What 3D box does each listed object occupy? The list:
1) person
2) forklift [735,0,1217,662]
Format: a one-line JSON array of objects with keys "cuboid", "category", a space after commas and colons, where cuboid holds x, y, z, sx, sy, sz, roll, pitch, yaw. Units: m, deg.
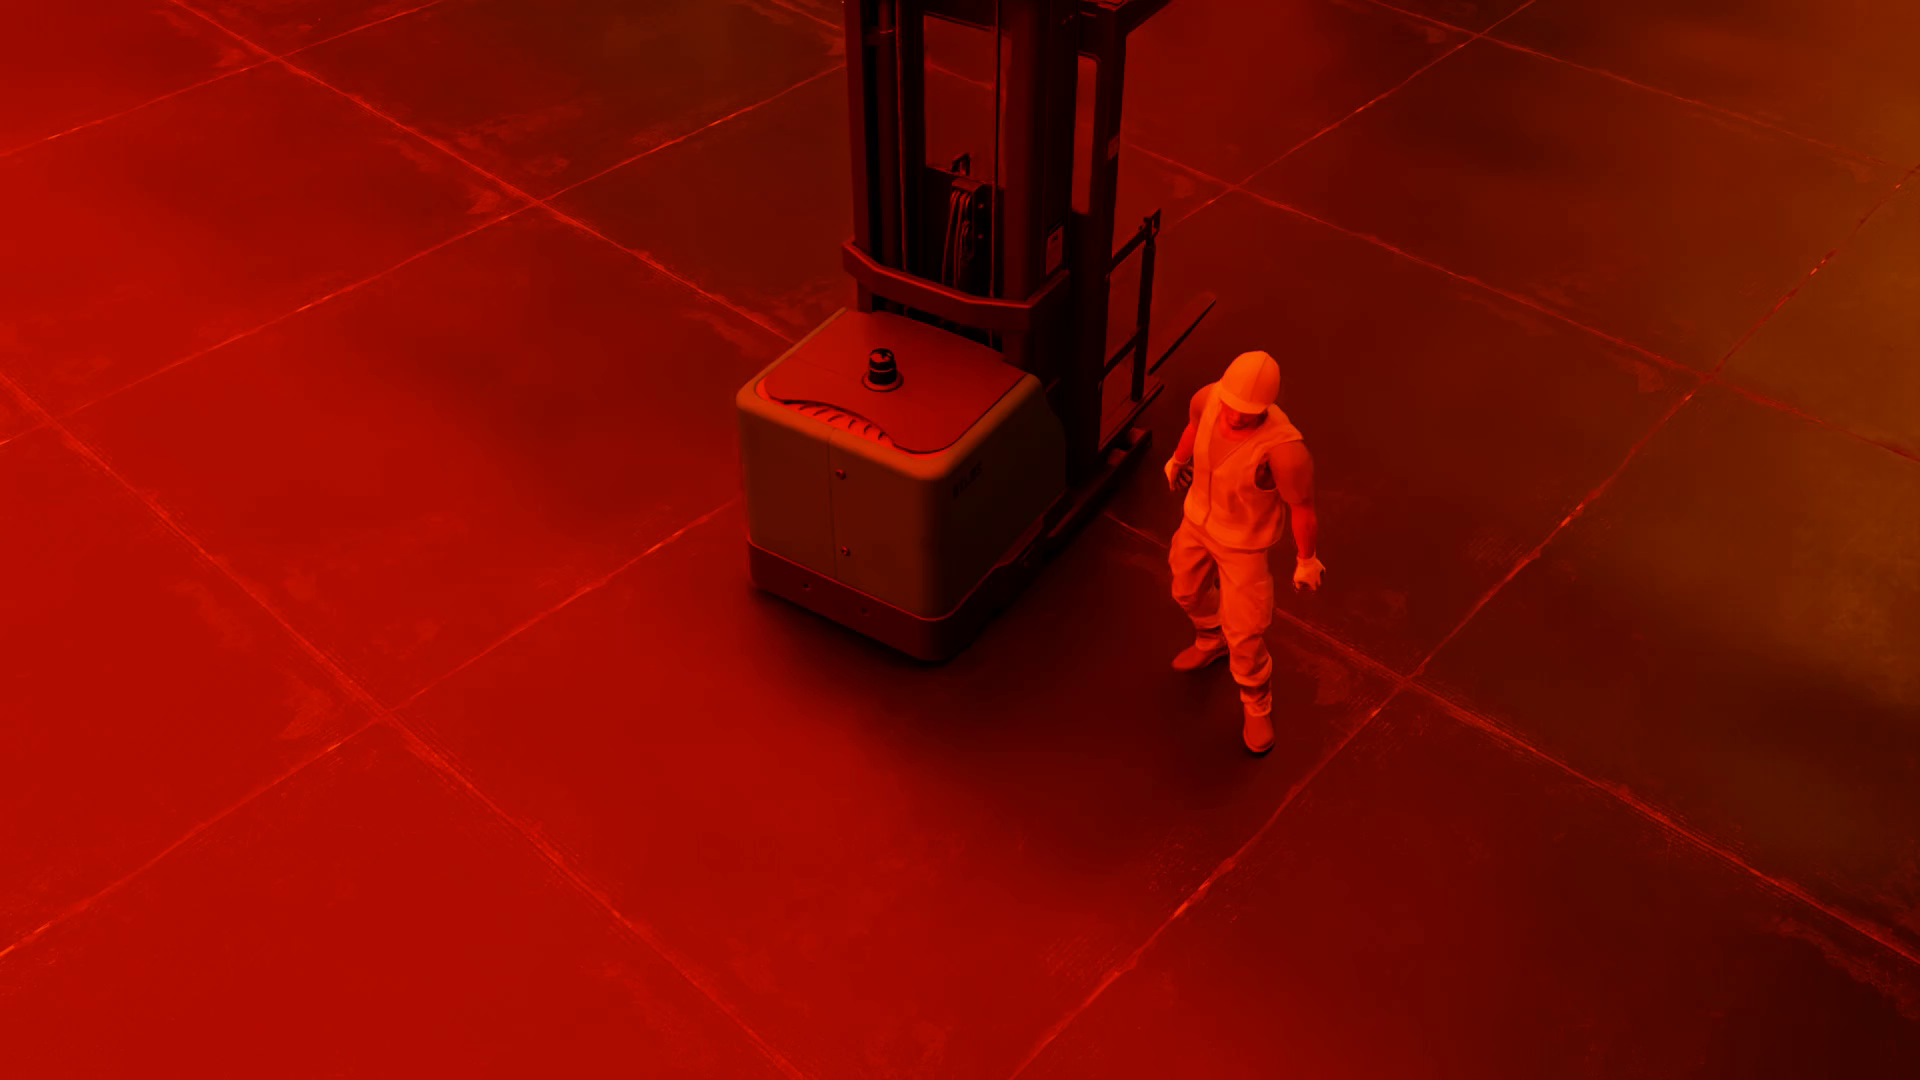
[{"cuboid": [1.039, -0.046, 6.419, 0.459, 1.750, 0.869, -25, 46, -26], "category": "person"}, {"cuboid": [0.281, -1.536, 7.219, 1.130, 2.935, 3.031, 22, 45, 24], "category": "forklift"}]
